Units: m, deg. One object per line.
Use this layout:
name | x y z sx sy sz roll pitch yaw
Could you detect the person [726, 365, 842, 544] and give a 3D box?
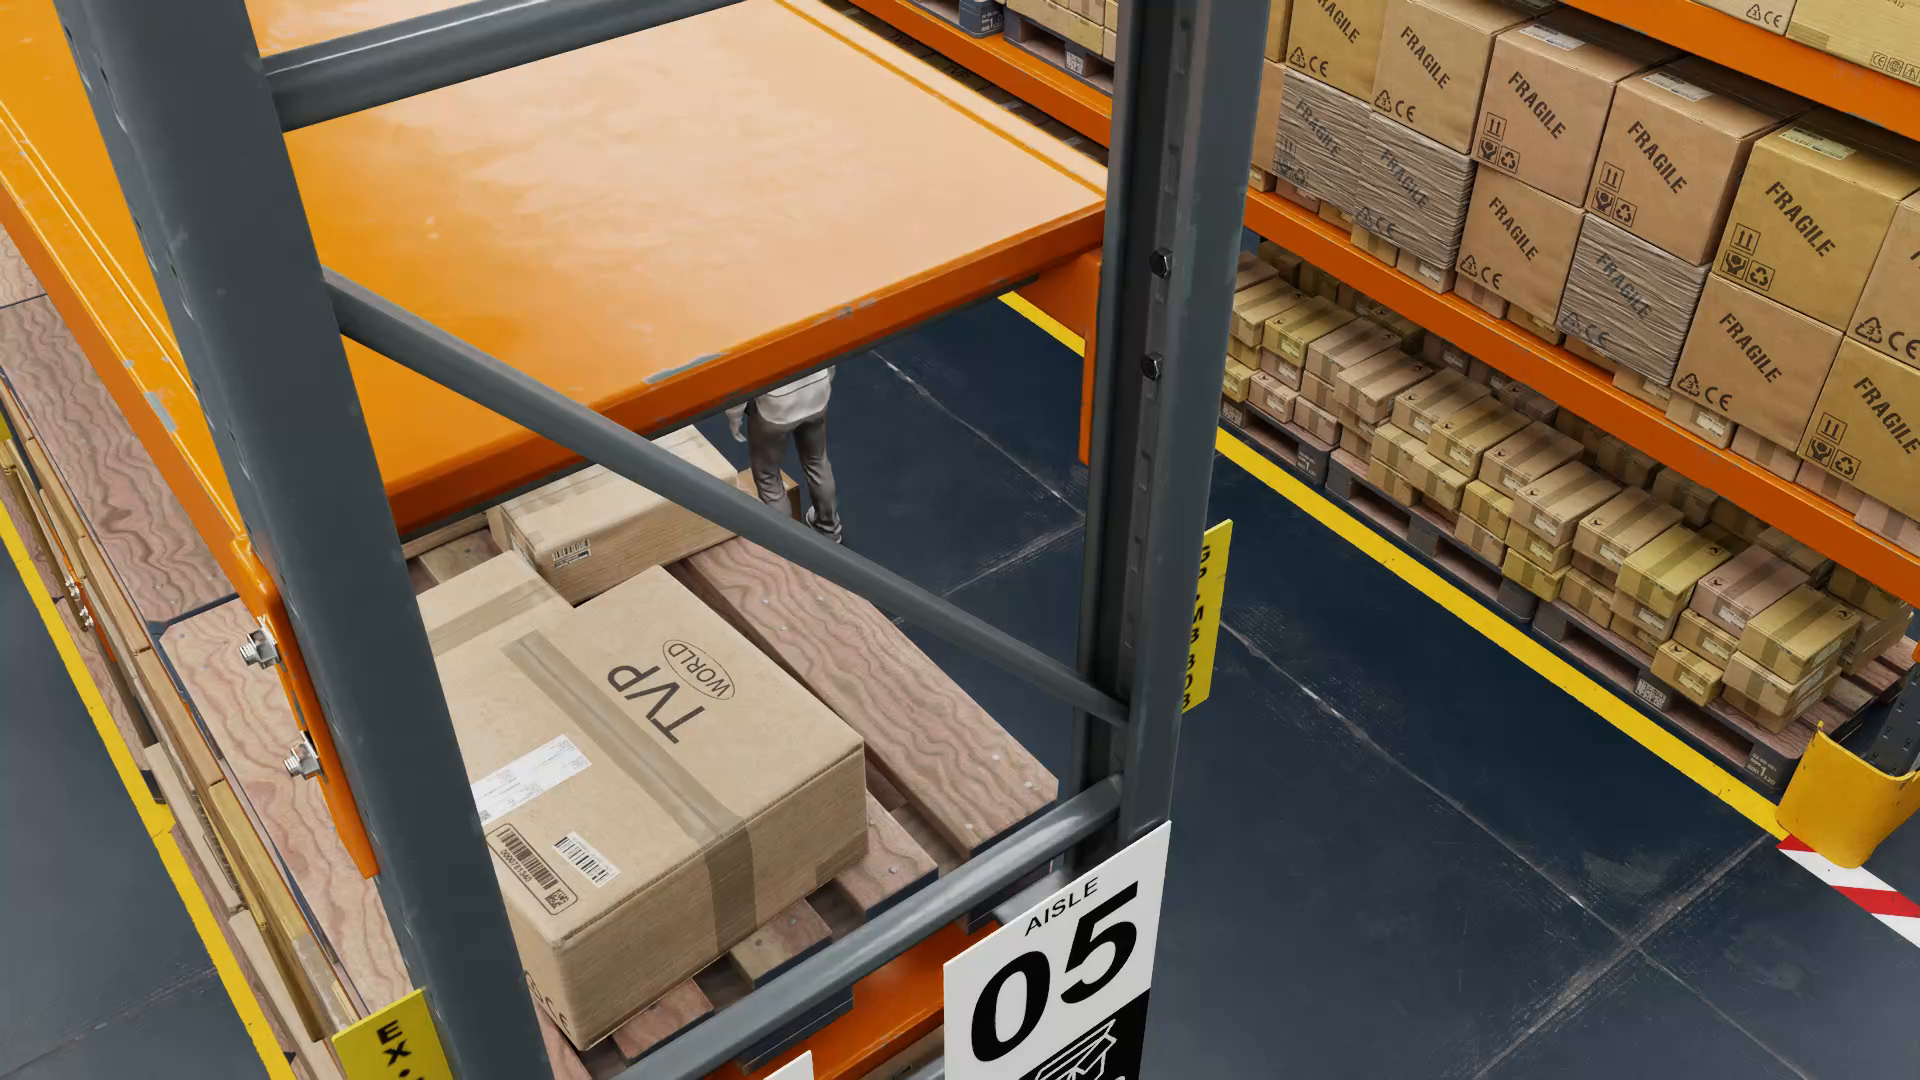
person | -0.753 -0.588 7.101 0.530 1.663 0.372 -26 47 -27
